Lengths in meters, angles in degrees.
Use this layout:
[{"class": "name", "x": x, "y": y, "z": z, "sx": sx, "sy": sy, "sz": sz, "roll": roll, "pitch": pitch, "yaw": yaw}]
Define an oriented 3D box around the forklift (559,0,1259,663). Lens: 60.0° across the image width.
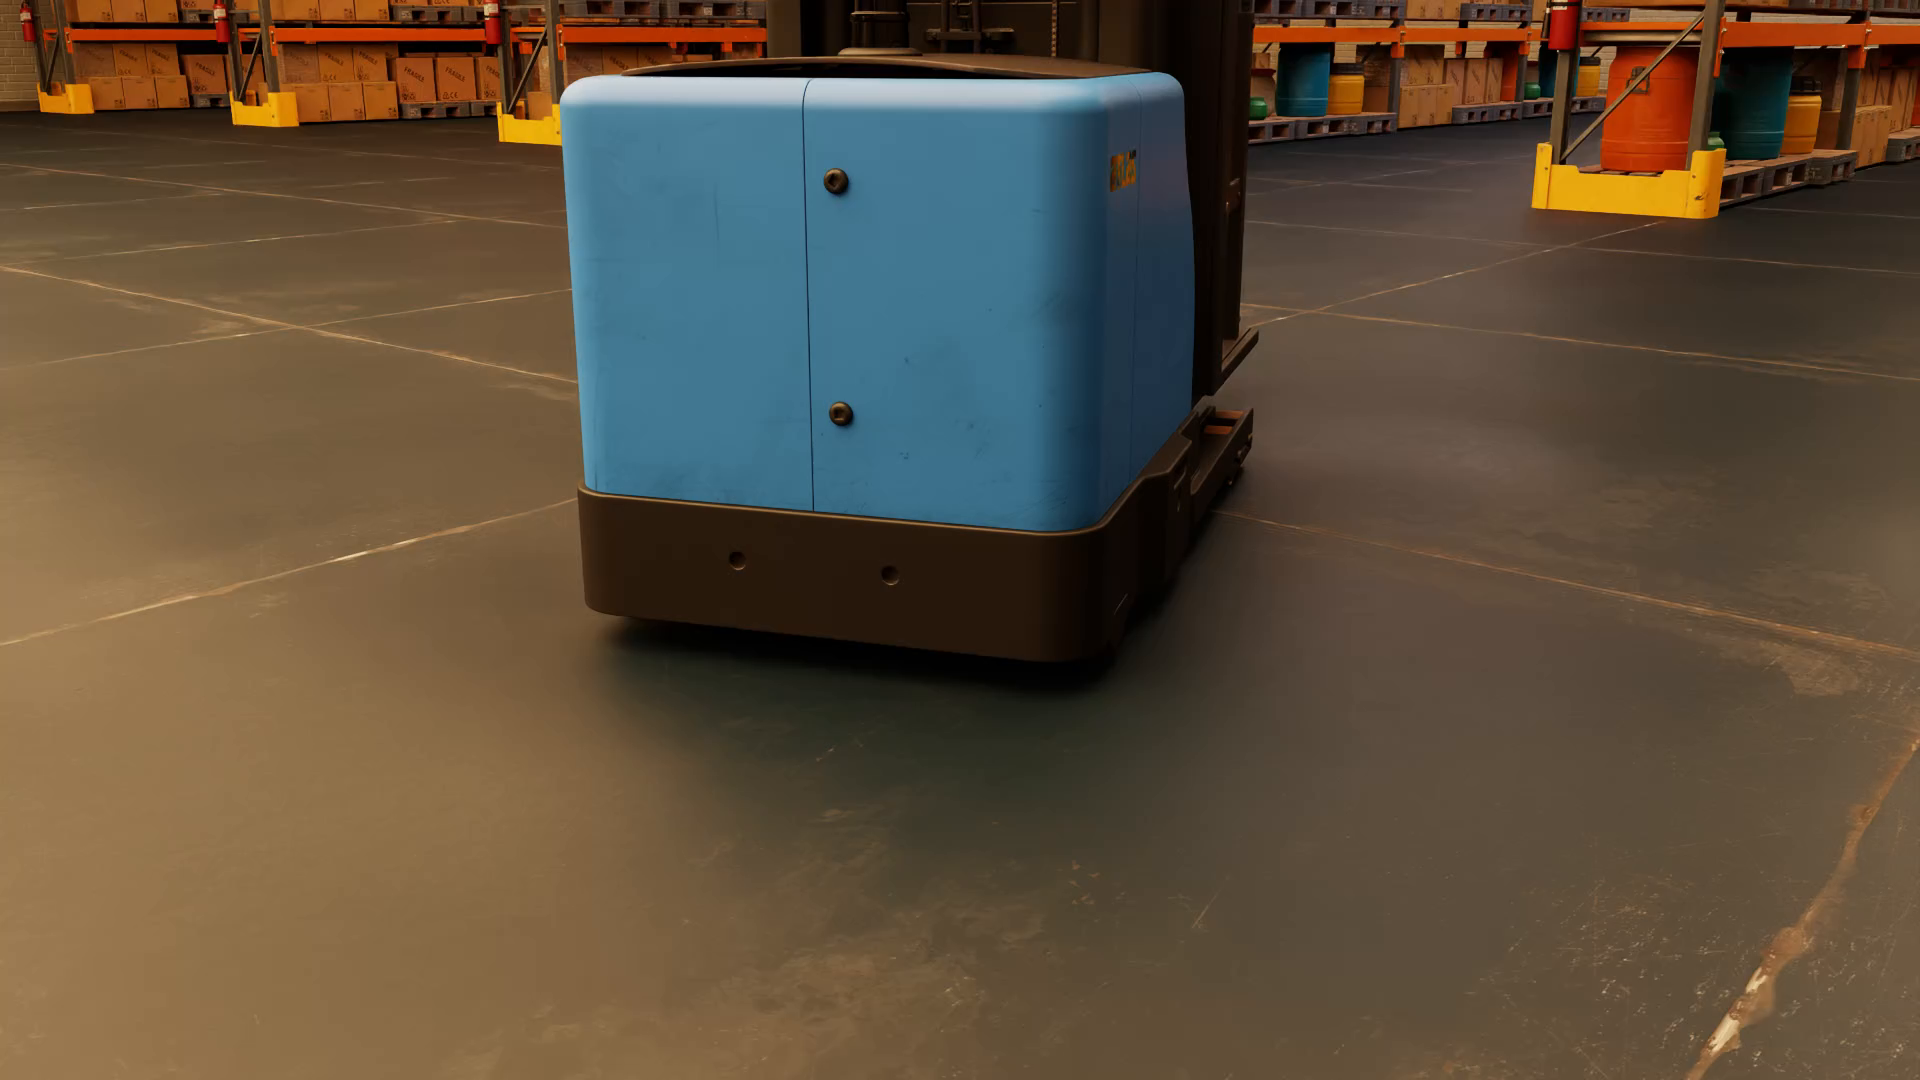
[{"class": "forklift", "x": 0.182, "y": -1.571, "z": 4.072, "sx": 1.130, "sy": 2.935, "sz": 3.031, "roll": 5, "pitch": 18, "yaw": 17}]
